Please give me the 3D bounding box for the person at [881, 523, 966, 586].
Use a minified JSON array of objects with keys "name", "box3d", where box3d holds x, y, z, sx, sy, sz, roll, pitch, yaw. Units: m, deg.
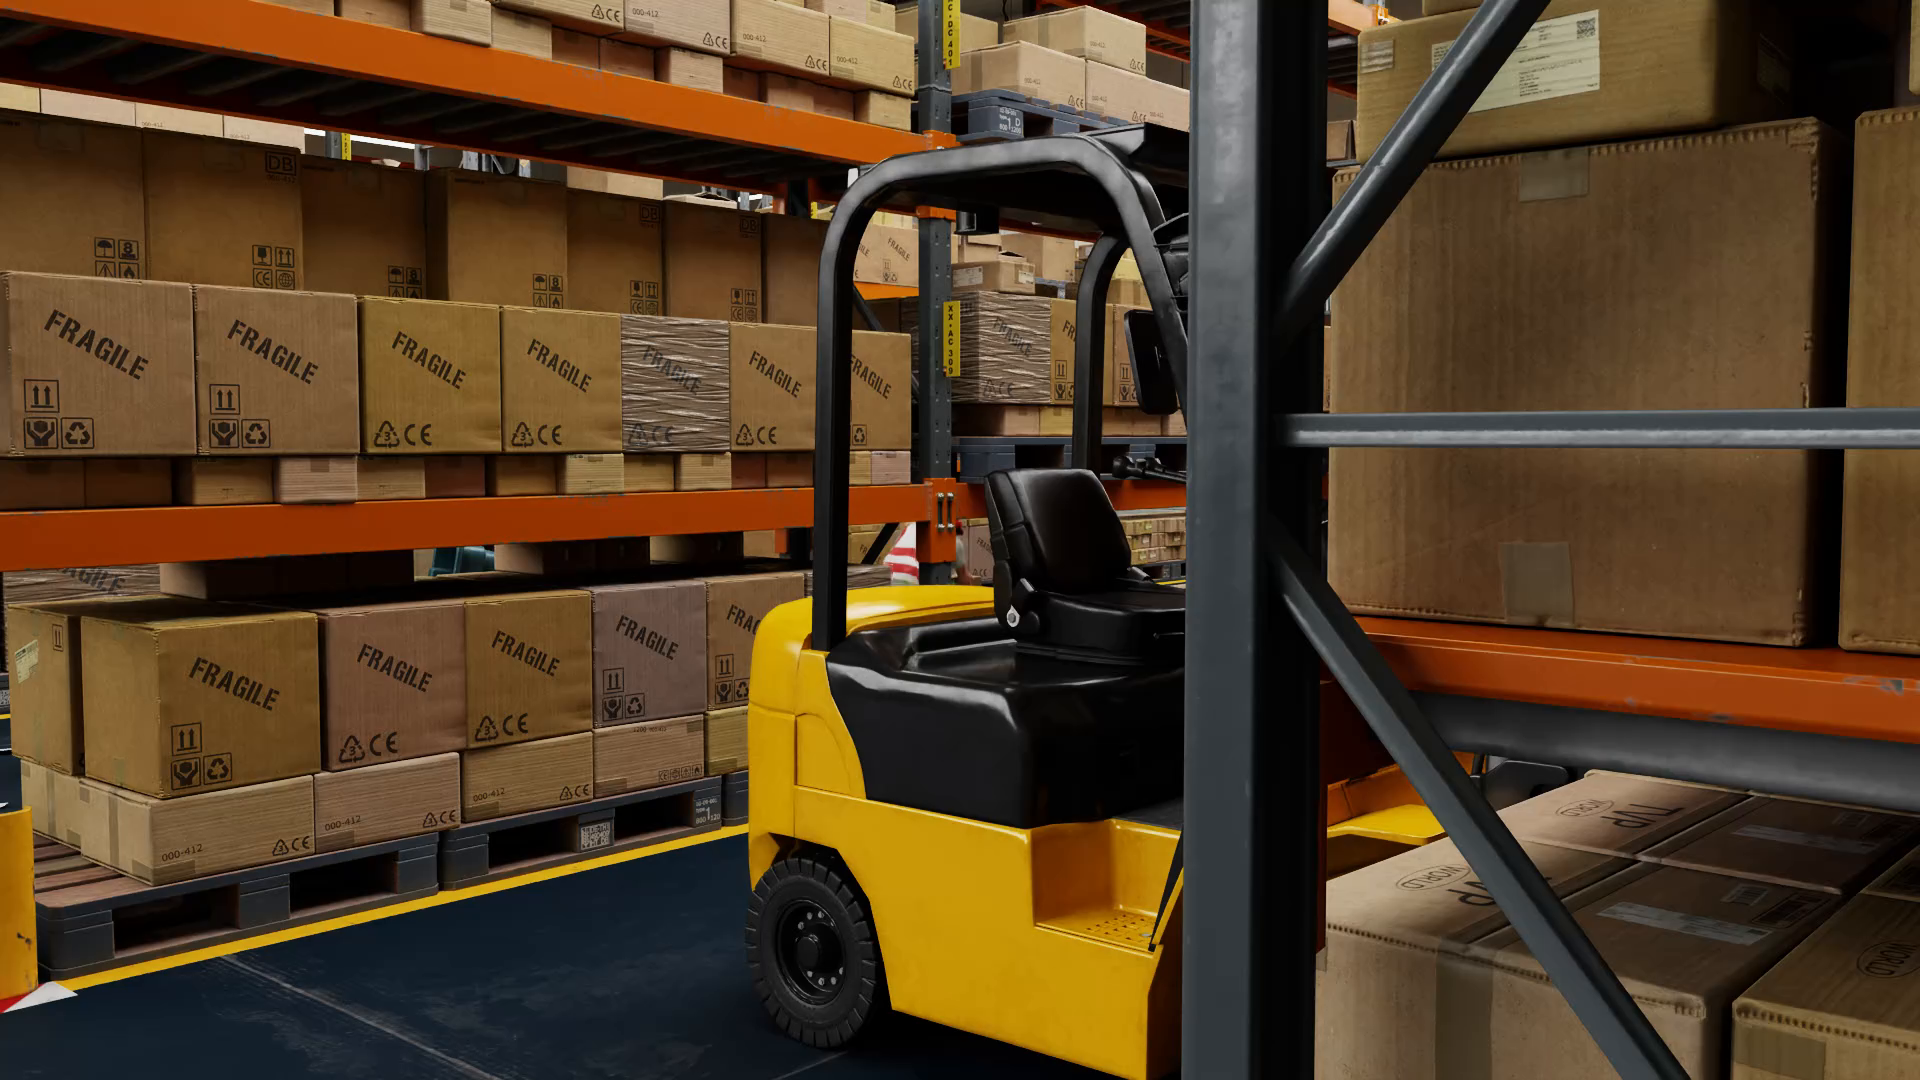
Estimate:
[{"name":"person","box3d":[-0.239,0.301,12.453,0.543,0.894,0.903,3,5,40]}]
